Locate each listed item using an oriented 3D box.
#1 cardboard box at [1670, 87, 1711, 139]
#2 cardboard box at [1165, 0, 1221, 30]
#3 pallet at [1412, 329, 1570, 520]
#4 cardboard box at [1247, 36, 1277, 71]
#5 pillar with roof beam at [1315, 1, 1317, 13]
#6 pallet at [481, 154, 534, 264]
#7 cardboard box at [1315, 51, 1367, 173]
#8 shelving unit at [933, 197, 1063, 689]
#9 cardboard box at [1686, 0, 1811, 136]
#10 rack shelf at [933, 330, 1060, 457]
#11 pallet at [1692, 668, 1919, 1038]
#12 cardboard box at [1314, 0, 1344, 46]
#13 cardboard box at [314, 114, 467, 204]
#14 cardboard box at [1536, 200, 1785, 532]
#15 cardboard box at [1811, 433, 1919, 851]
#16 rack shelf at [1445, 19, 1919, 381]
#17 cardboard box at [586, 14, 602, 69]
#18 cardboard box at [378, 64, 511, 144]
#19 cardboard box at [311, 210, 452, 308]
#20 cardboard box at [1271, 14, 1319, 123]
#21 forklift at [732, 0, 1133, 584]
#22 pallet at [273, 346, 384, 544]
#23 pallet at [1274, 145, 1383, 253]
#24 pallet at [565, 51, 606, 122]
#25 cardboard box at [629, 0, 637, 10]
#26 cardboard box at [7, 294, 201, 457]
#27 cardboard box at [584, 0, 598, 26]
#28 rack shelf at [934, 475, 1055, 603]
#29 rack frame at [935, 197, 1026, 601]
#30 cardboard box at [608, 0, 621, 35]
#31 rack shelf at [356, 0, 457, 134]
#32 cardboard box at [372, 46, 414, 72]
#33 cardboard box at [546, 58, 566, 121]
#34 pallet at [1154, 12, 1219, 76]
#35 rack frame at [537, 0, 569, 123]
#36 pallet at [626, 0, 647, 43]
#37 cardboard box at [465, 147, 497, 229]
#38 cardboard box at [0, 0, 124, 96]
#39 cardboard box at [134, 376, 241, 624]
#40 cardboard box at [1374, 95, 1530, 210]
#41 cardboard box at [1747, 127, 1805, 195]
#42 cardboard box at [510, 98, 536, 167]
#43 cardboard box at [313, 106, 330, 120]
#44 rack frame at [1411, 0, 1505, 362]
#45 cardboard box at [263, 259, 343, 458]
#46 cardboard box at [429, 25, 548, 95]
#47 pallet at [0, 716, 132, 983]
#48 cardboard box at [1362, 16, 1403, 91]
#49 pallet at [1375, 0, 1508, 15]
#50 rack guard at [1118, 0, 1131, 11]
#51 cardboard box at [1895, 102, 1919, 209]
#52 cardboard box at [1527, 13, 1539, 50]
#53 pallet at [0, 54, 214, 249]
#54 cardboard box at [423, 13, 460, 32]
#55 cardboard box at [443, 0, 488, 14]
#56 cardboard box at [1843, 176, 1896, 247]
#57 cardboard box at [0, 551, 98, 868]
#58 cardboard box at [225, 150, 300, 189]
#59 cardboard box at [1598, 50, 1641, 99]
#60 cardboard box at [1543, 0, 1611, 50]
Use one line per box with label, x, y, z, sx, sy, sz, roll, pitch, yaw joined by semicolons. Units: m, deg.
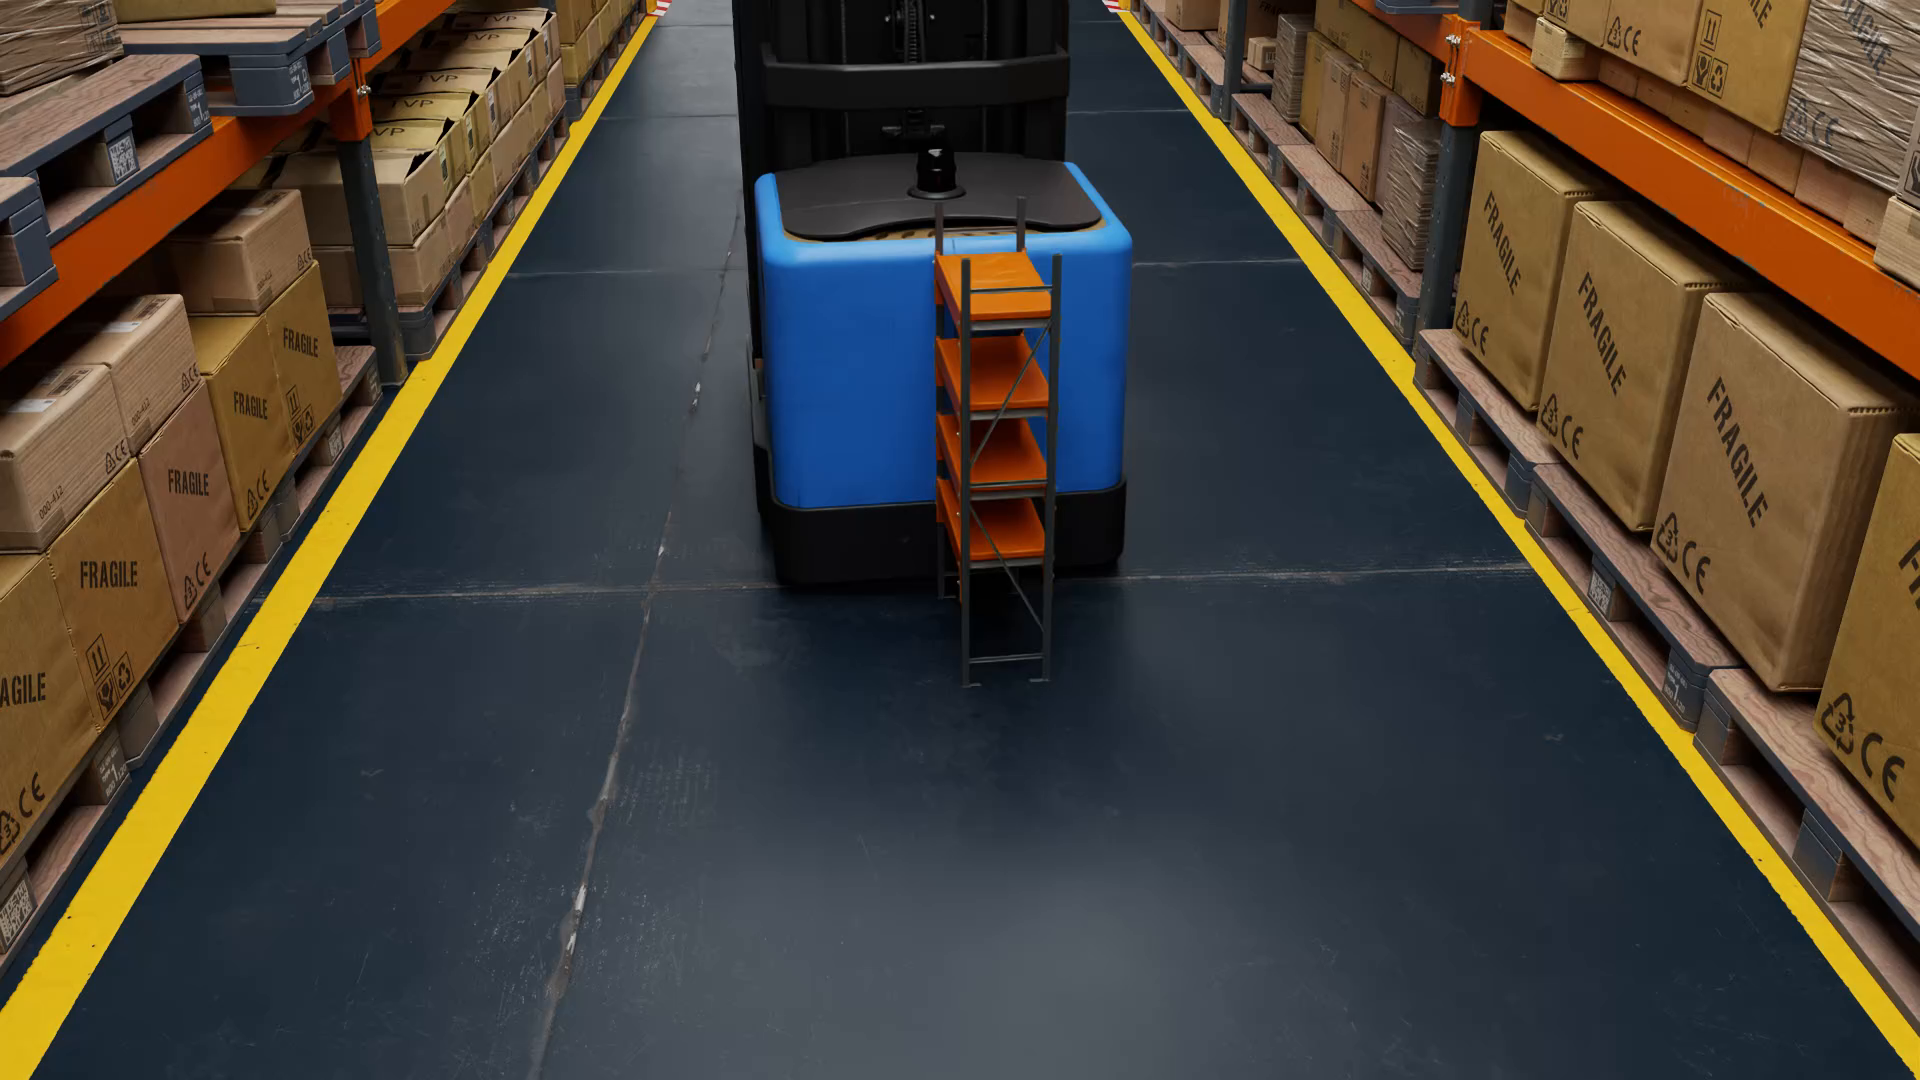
cardboard box;2.189;-1.193;4.543;0.380;0.149;0.250;-1;28;-2
cardboard box;1.855;-3.903;11.716;0.700;0.500;0.500;-3;28;-6
pallet;2.274;-0.444;5.873;1.003;0.211;1.213;-1;28;-3
cardboard box;2.041;-3.079;10.497;0.380;0.166;0.250;-5;28;-9
pillar with roof beam;-1.508;-7.994;10.847;9.100;9.000;0.400;-1;28;-3
pallet;-2.703;-1.632;8.150;1.003;0.211;1.213;-1;28;-3
cardboard box;2.218;-2.167;8.388;0.700;0.500;0.500;-1;28;-2
shelving unit;0.088;-0.253;4.437;0.258;1.200;0.503;-4;28;-7
cardboard box;2.156;-1.289;4.027;0.500;0.500;0.500;-1;28;-1
rack shelf;0.088;-0.391;4.364;0.258;0.148;0.480;-4;28;-7
pallet;2.401;0.683;3.712;1.003;0.211;1.213;-1;28;-3
cardboard box;2.181;-2.770;8.734;0.500;0.250;0.500;-2;28;-4
cardboard box;-2.409;-1.632;7.048;0.500;0.311;0.500;-2;28;-4
cardboard box;2.255;-0.532;4.897;0.750;0.750;0.750;-2;28;-3
cardboard box;2.353;0.271;3.357;0.750;0.750;0.750;-1;28;-2
rack shelf;2.412;-0.804;4.325;1.077;0.370;4.000;-1;28;-3
cardboard box;-2.590;-3.192;10.645;0.500;0.250;0.500;-1;28;-3
cardboard box;-2.460;-2.105;7.955;0.500;0.311;0.500;-2;28;-3
cardboard box;-2.373;-1.141;6.713;0.500;0.250;0.500;-1;28;-3
cardboard box;2.154;-2.641;9.297;0.700;0.500;0.500;0;28;-1
forklift;-0.225;-1.828;5.586;1.130;2.935;3.031;-4;28;-7
pallet;-2.637;-0.343;5.679;1.003;0.211;1.213;-1;28;-3
pallet;2.208;-1.733;8.344;1.003;0.211;1.213;-1;28;-3
pallet;-2.847;-2.904;10.590;1.003;0.211;1.213;-1;28;-3
cardboard box;-2.695;-4.115;12.416;0.500;0.250;0.500;-1;28;-3
cardboard box;-2.291;-0.420;4.227;0.500;0.250;0.500;-2;28;-4
cardboard box;-2.593;-3.524;10.472;0.500;0.500;0.500;-1;28;-3
rack shelf;0.088;-0.017;4.560;0.258;0.148;0.480;-4;28;-7
rack frame;0.054;-0.364;4.651;0.240;1.200;0.015;-4;28;-7
cardboard box;-2.643;-3.654;11.531;0.500;0.250;0.500;-1;28;-3
rack shelf;-2.743;-2.530;7.634;1.077;0.370;4.000;-1;28;-3
cardboard box;-3.026;-2.321;8.369;0.500;0.311;0.500;-2;28;-4
cardboard box;-2.536;-2.555;9.424;0.500;0.250;0.500;-2;28;-3
pallet;1.962;-3.531;11.792;1.003;0.211;1.213;-1;28;-3
rack frame;-2.848;-3.772;9.239;1.000;3.000;0.127;-1;28;-3
pallet;-2.975;-4.031;12.750;1.003;0.211;1.213;-1;28;-3
cardboard box;-2.433;-1.613;7.618;0.500;0.250;0.500;-2;28;-4
cardboard box;-2.636;-1.440;4.206;0.700;0.500;0.500;4;28;7
cardboard box;-2.295;-0.104;4.433;0.500;0.500;0.500;-2;28;-5
cardboard box;2.308;-1.705;7.503;0.700;0.500;0.500;-1;28;-3
cardboard box;2.192;-0.956;4.090;0.380;0.149;0.250;-1;28;-1
cardboard box;-2.485;-2.085;8.523;0.500;0.250;0.500;-1;28;-2
cardboard box;-2.969;-1.850;7.465;0.500;0.311;0.500;-2;28;-3
rack frame;2.308;-2.046;5.930;1.000;3.000;0.127;-1;28;-3
cardboard box;-2.355;-0.585;5.356;0.500;0.500;0.500;0;28;-1
cardboard box;-2.507;-2.568;8.842;0.500;0.311;0.500;-1;28;-1
pallet;-2.510;0.784;3.519;1.003;0.211;1.213;-1;28;-3
cardboard box;2.219;-2.299;7.830;0.500;0.250;0.500;-2;28;-3
pallet;2.164;-2.288;6.600;1.213;0.211;1.003;-1;28;-3
rack guard;1.894;-4.597;13.524;1.175;0.500;0.348;-1;28;-3
cardboard box;2.205;-0.827;3.140;0.500;0.500;0.500;-1;28;-2
cardboard box;2.098;-1.670;5.457;0.380;0.149;0.250;-1;28;-2
pallet;-2.533;-0.942;4.020;1.003;0.211;1.213;-1;28;-3
cardboard box;-3.075;-2.791;9.270;0.500;0.311;0.500;-1;28;-2
cardboard box;-3.104;-3.512;10.448;0.500;0.500;0.500;-1;28;-3
cardboard box;2.192;-0.718;3.632;0.380;0.149;0.250;-1;28;-3
cardboard box;-2.251;0.360;3.543;0.500;0.500;0.500;-1;28;-2
cardboard box;-2.912;-1.377;6.558;0.500;0.311;0.500;-1;28;-1
cardboard box;2.164;-1.432;5.001;0.380;0.149;0.250;-2;28;-3
cardboard box;2.096;-1.759;4.927;0.500;0.500;0.500;0;28;-1
